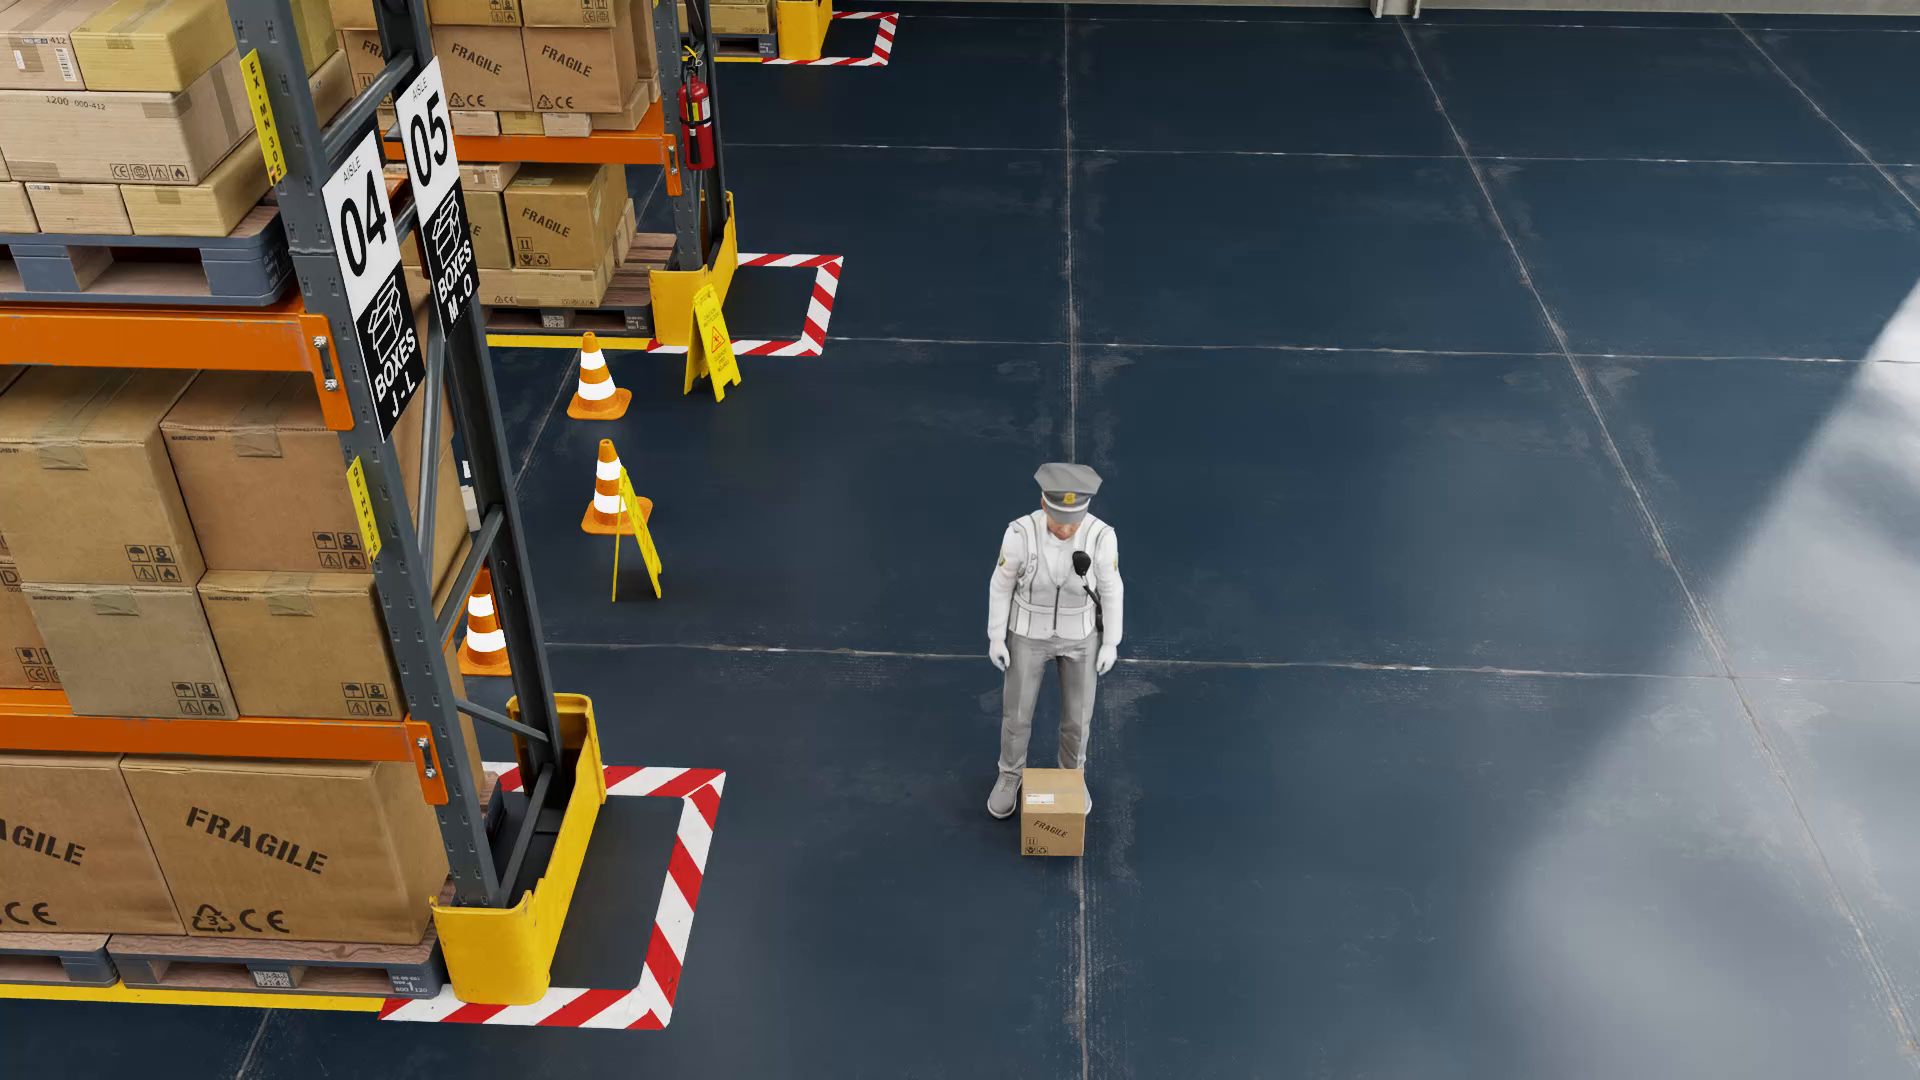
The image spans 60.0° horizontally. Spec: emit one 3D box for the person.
[{"bbox_3d":[0.372,0.396,6.565,0.527,1.663,0.376,1,36,2],"label":"person"}]
